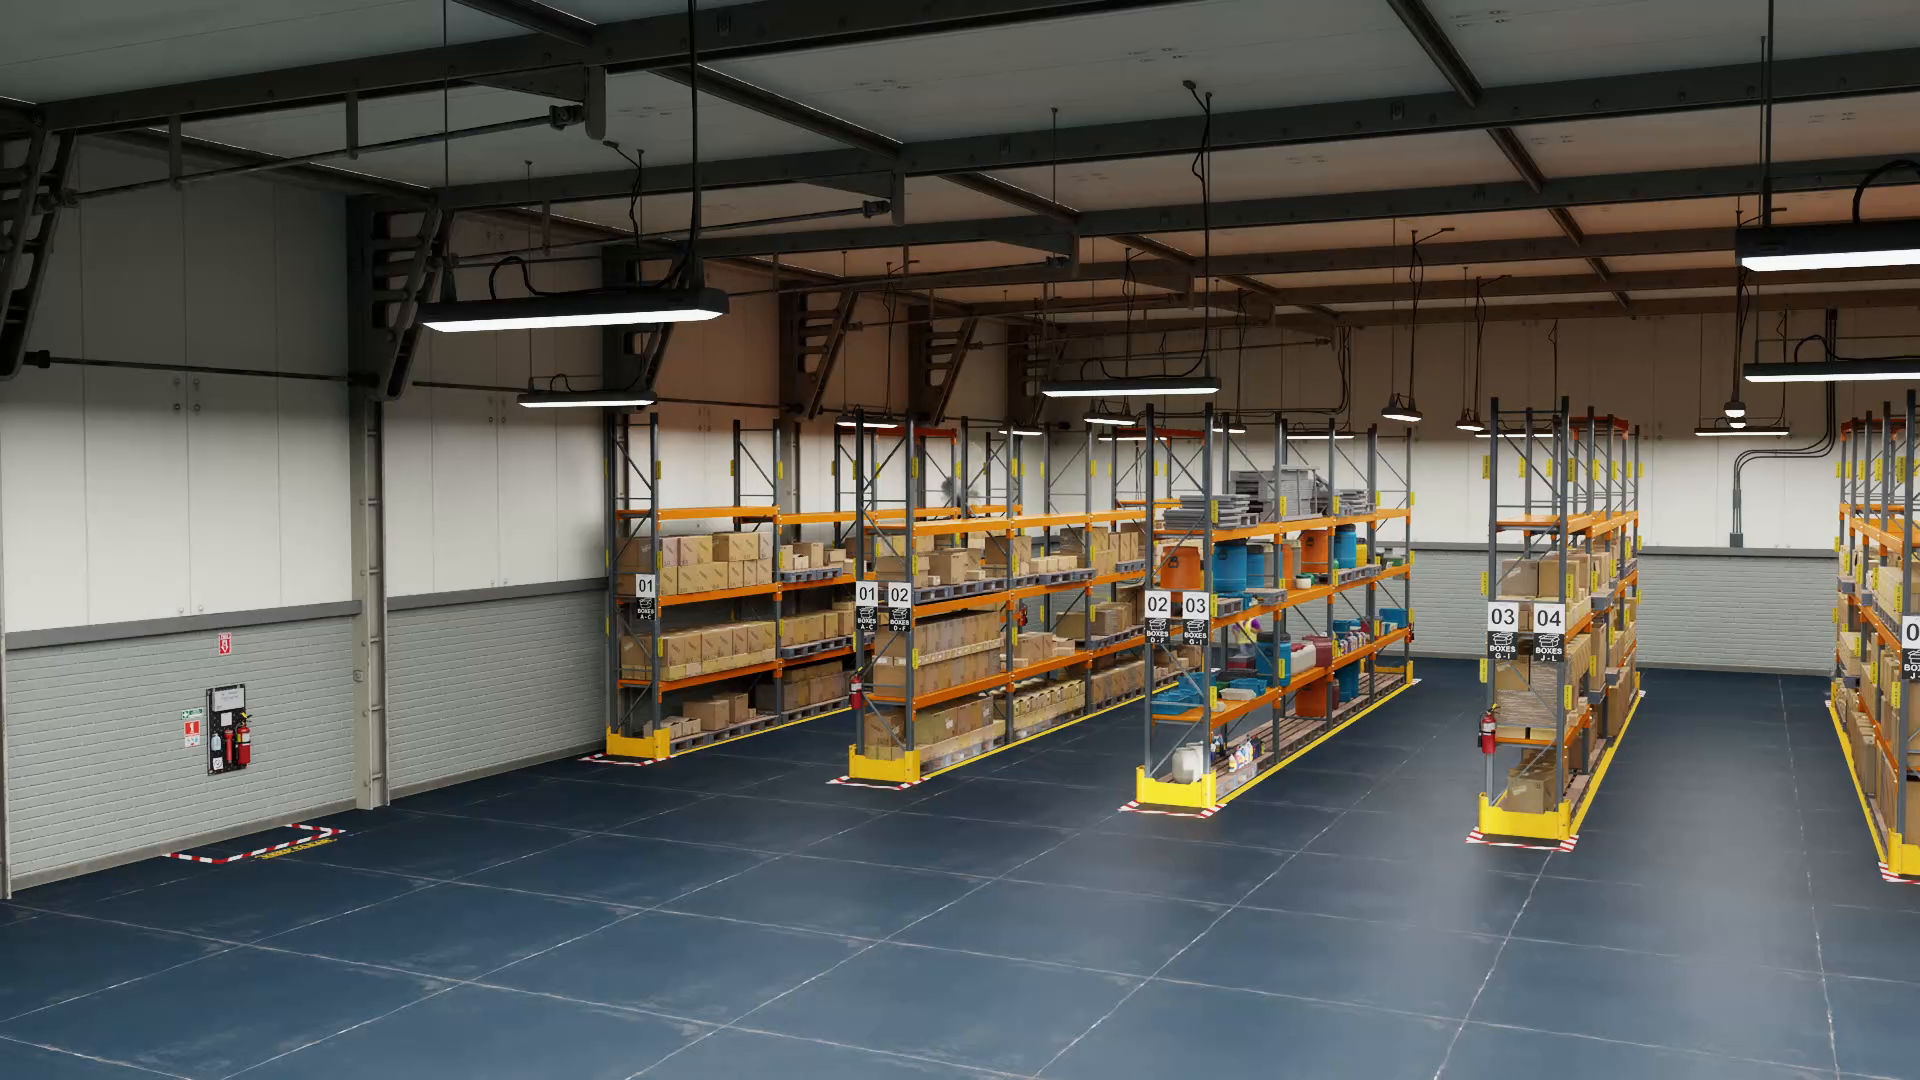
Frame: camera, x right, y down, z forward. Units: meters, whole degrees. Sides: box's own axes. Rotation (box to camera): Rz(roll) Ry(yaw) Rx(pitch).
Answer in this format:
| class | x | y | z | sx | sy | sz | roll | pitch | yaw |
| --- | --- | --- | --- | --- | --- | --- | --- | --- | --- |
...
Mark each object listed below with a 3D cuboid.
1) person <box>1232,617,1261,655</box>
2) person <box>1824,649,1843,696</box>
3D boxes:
| class | x | y | z | sx | sy | sz | roll | pitch | yaw |
| --- | --- | --- | --- | --- | --- | --- | --- | --- | --- |
| person | 6.783 | 2.472 | 39.366 | 0.697 | 1.821 | 0.788 | 1 | 2 | 14 |
| person | 19.276 | 2.618 | 36.354 | 0.756 | 1.710 | 0.801 | -2 | 3 | -44 |
